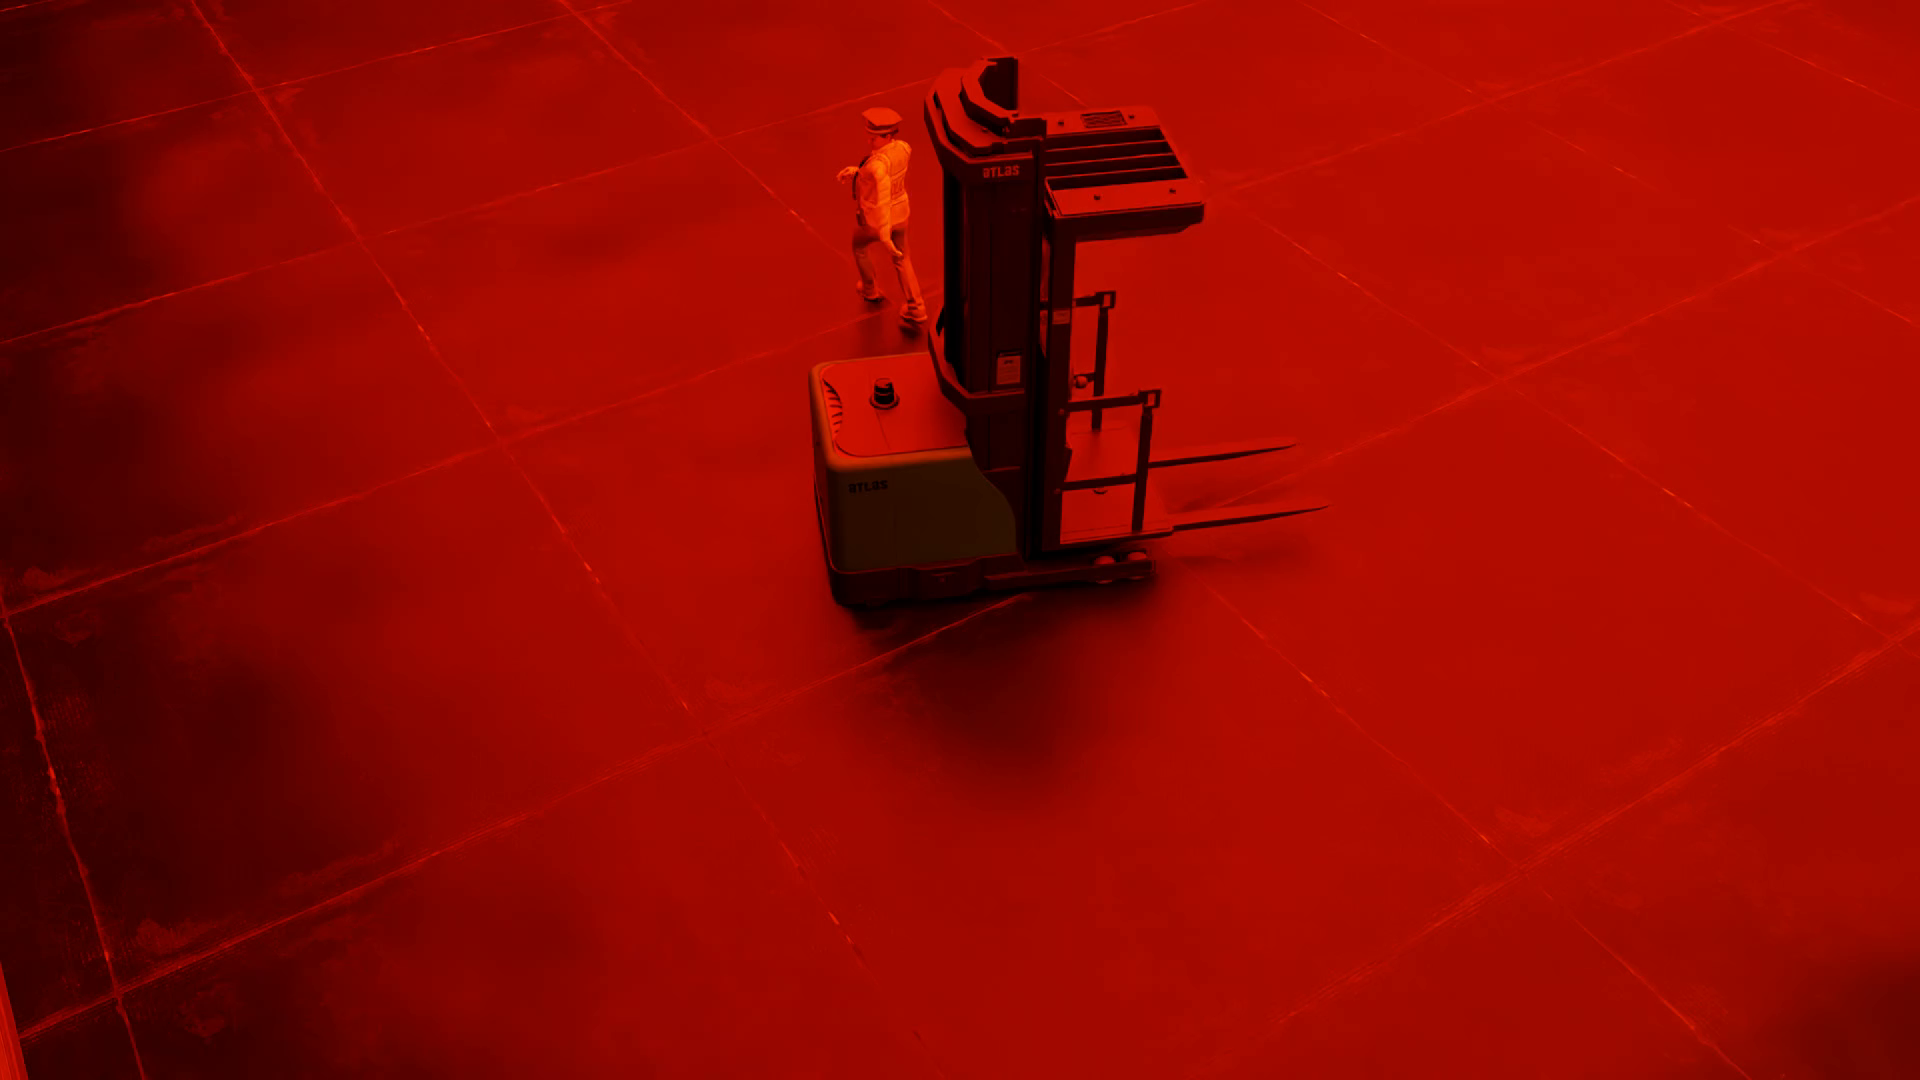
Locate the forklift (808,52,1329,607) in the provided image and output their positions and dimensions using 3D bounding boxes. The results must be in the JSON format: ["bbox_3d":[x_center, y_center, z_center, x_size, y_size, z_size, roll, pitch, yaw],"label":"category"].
[{"bbox_3d":[0.674,-1.184,9.226,3.031,2.935,1.130,-7,42,-8],"label":"forklift"}]

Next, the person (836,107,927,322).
[{"bbox_3d":[-0.538,-2.229,11.477,0.517,1.588,0.849,-28,48,-28],"label":"person"}]
